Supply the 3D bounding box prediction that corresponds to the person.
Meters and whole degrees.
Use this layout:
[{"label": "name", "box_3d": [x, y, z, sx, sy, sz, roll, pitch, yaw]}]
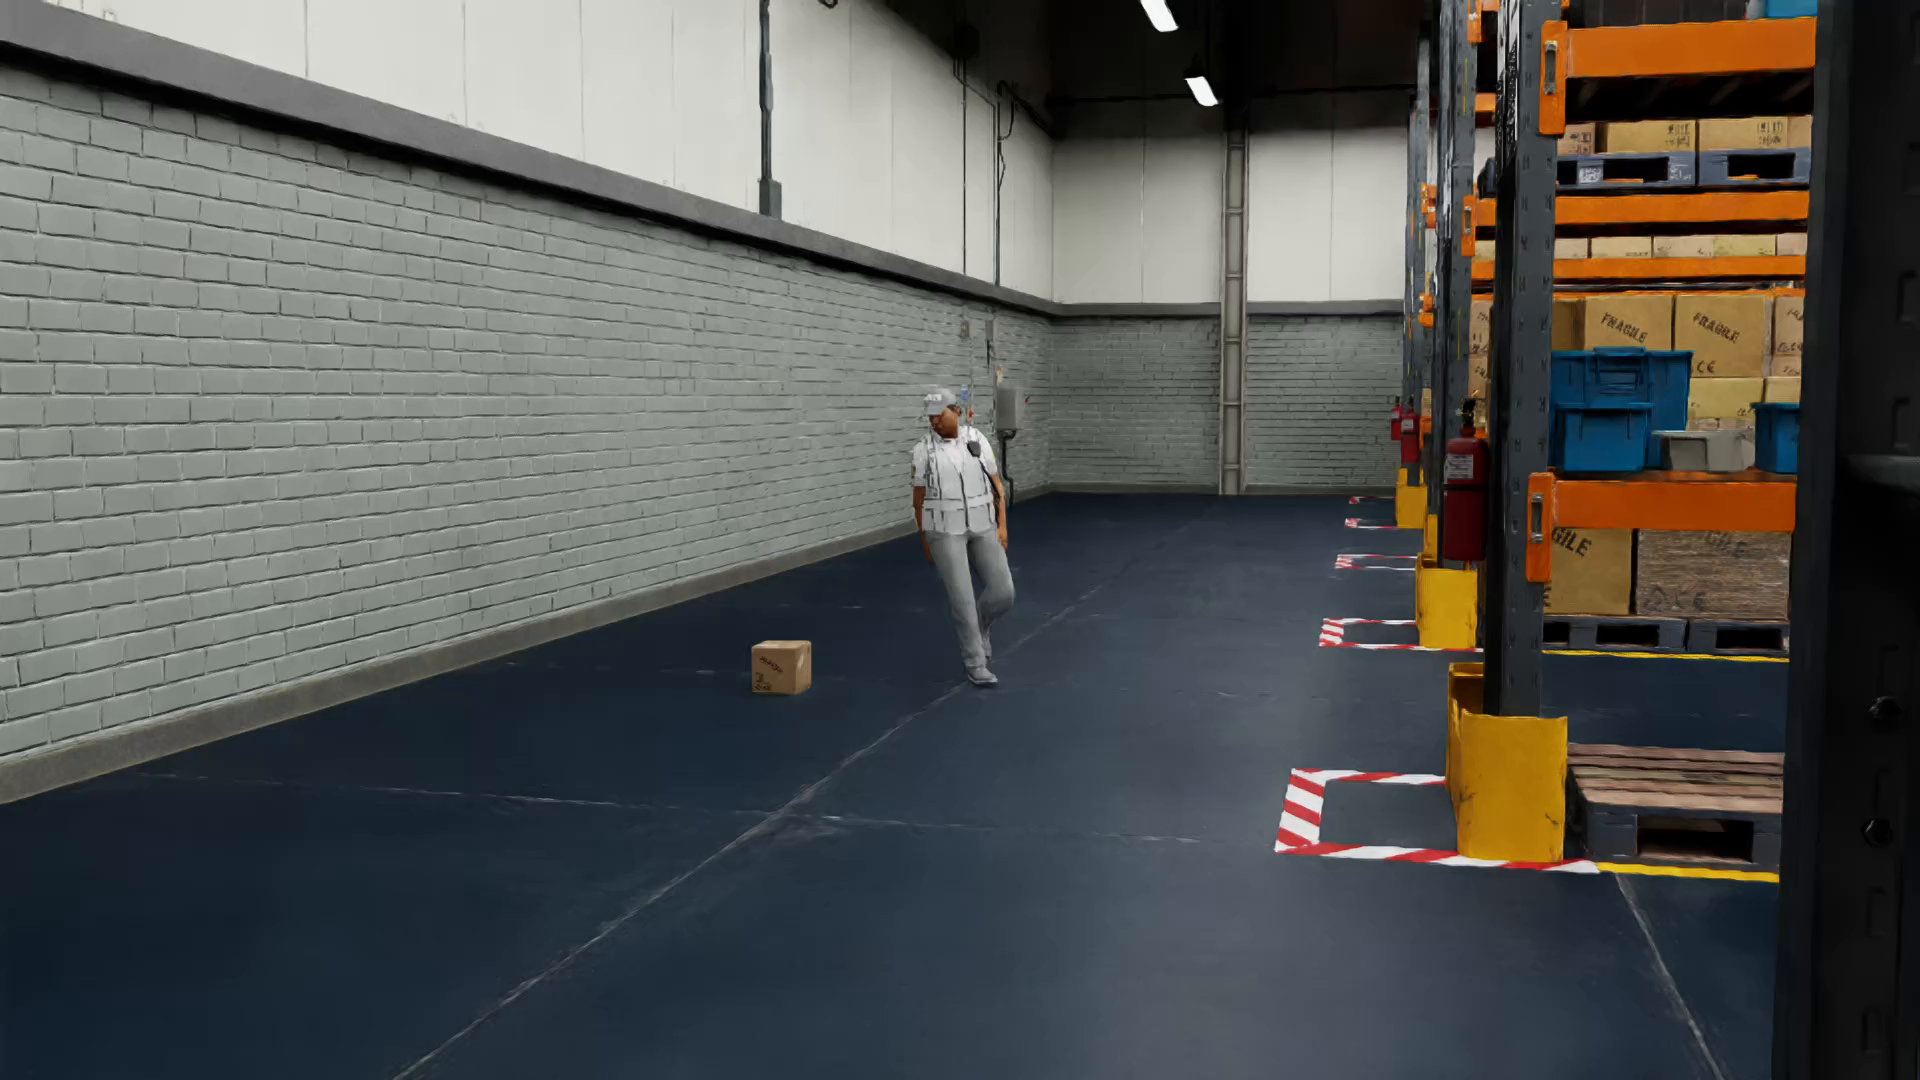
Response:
[{"label": "person", "box_3d": [0.004, -0.036, 9.324, 0.555, 1.632, 0.614, -1, 5, -14]}]
